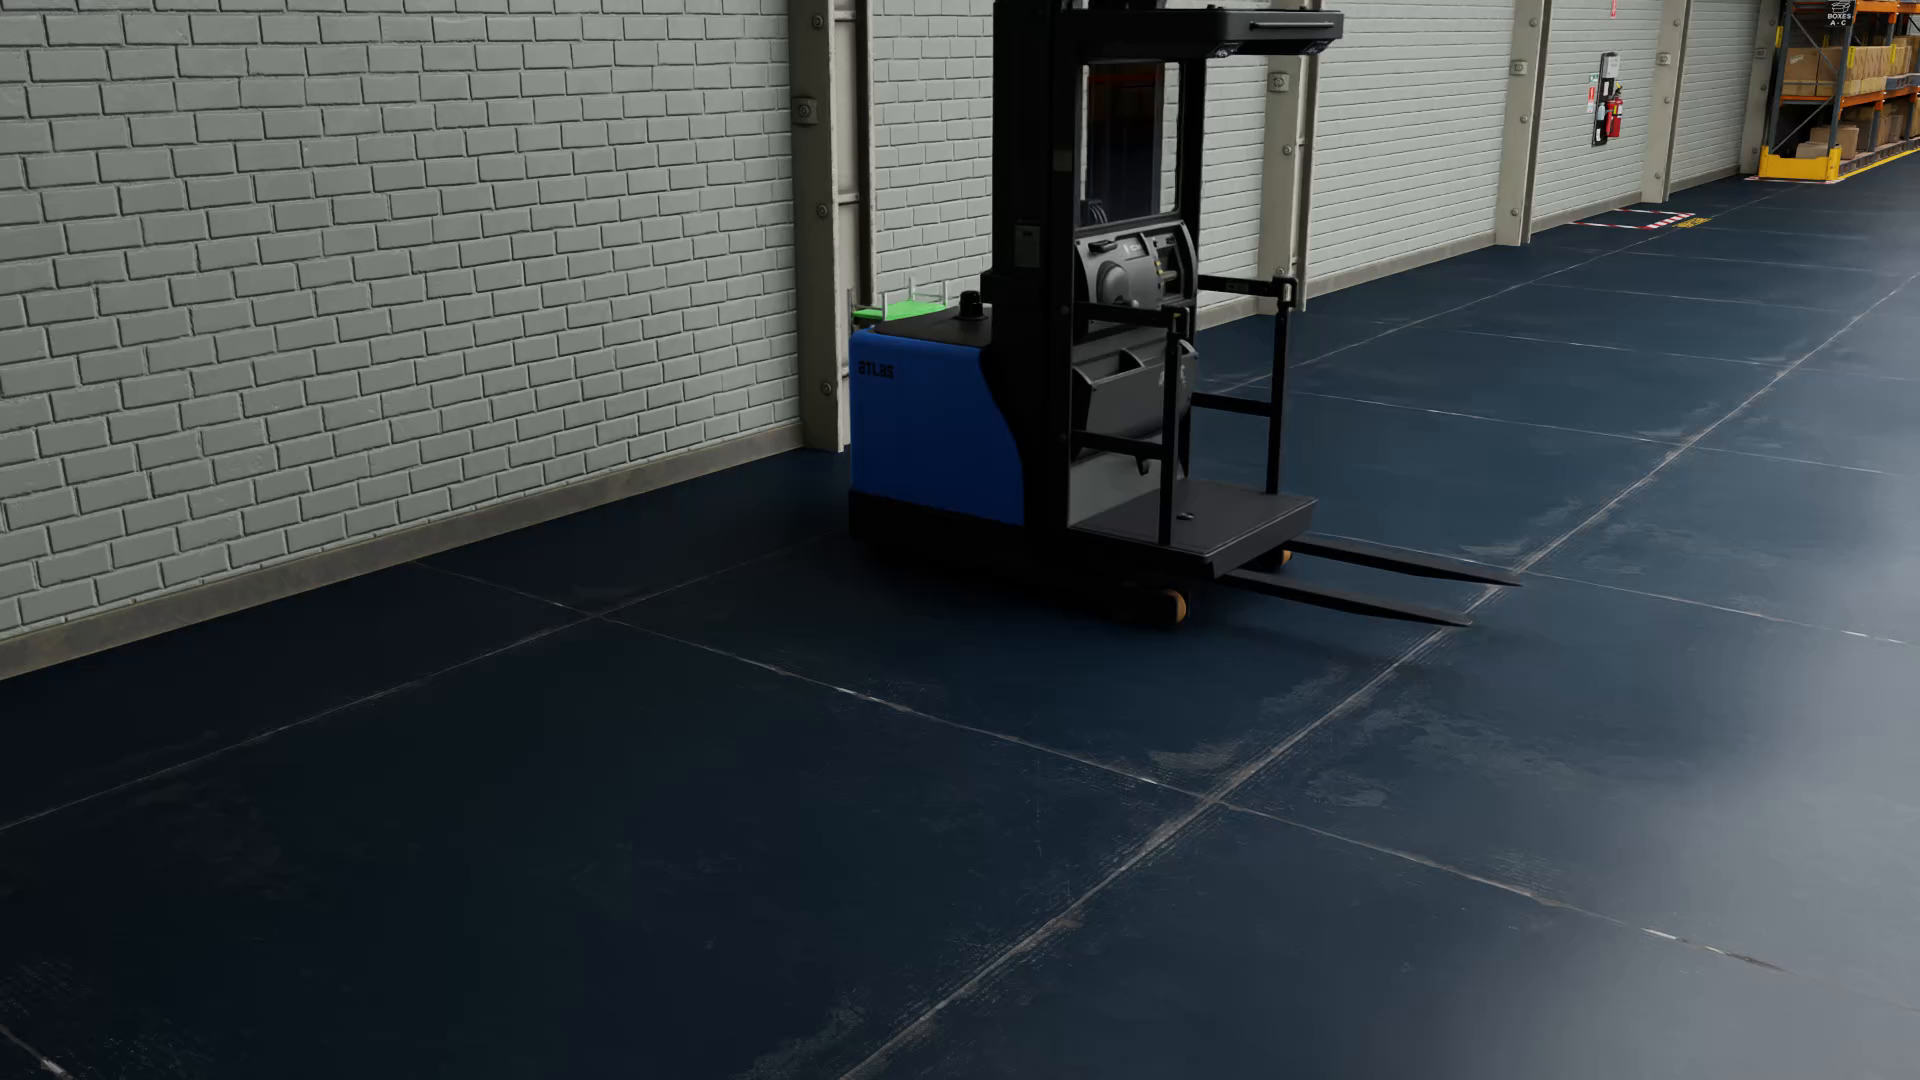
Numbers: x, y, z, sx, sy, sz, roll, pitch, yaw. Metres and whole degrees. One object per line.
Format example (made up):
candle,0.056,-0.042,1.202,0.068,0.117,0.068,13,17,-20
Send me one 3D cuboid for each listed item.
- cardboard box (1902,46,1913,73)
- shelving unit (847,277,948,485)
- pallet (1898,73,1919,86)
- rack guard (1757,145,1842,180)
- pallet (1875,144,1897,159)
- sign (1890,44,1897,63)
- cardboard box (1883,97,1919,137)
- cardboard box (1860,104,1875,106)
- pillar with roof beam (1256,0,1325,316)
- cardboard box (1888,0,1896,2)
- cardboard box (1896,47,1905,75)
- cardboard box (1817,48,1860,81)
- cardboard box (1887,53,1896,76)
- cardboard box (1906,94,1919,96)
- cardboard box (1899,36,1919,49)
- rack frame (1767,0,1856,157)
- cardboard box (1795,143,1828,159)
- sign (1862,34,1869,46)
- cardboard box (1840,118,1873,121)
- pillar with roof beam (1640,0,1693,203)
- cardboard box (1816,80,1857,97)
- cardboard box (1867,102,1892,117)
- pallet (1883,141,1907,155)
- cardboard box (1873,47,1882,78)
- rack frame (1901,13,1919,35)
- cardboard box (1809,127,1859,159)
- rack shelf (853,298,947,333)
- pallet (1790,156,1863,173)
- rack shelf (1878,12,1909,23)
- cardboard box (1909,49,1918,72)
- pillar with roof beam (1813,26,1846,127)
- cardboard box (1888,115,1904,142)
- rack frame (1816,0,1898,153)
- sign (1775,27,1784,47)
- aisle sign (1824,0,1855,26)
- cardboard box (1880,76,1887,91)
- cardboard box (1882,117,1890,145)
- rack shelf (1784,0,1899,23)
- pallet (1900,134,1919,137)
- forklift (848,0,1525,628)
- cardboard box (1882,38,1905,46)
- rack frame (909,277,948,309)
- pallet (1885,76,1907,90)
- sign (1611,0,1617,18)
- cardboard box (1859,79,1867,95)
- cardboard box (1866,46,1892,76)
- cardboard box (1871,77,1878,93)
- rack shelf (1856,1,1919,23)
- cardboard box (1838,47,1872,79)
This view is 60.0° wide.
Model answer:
cardboard box,18.339,-9.474,32.785,0.700,0.500,0.500,10,20,28
shelving unit,-0.309,-0.703,8.482,0.258,1.200,0.503,12,21,35
pallet,18.272,-9.050,32.653,1.213,0.211,1.003,12,21,35
rack guard,13.890,-6.249,27.525,1.175,0.500,0.348,12,21,35
pallet,17.417,-7.523,32.115,1.003,0.211,1.213,12,21,35
sign,16.668,-8.697,29.732,0.100,0.325,0.005,12,21,35
cardboard box,19.155,-8.656,33.977,0.750,0.750,0.750,12,21,34
cardboard box,17.220,-8.160,31.673,0.500,0.250,0.500,12,21,33
pillar with roof beam,6.299,-5.562,10.980,9.100,9.000,0.400,12,21,35
cardboard box,16.124,-9.703,29.171,0.500,0.500,0.500,13,22,36
cardboard box,17.615,-9.174,31.817,0.700,0.500,0.500,12,21,35
cardboard box,14.370,-7.782,27.199,0.500,0.500,0.500,12,21,35
cardboard box,16.897,-8.883,30.879,0.700,0.500,0.500,15,23,40
cardboard box,20.185,-9.067,35.300,0.750,0.750,0.750,13,22,36
cardboard box,19.106,-9.957,33.282,0.500,0.250,0.500,13,22,36
rack frame,13.845,-7.425,27.096,1.000,3.000,0.127,12,21,35
cardboard box,14.329,-6.500,27.909,0.500,0.311,0.500,10,20,29
sign,18.164,-9.981,33.373,0.100,0.325,0.005,12,21,35
cardboard box,16.921,-7.704,31.468,0.700,0.500,0.500,12,21,34
pillar with roof beam,13.449,-8.420,20.183,9.100,9.000,0.400,12,21,35
cardboard box,14.390,-7.423,27.308,0.500,0.250,0.500,12,21,33
cardboard box,17.834,-8.399,32.442,0.500,0.250,0.500,13,21,36
pallet,18.145,-7.813,33.046,1.003,0.211,1.213,12,21,35
cardboard box,15.593,-8.269,28.767,0.500,0.500,0.500,12,21,33
rack frame,20.995,-10.283,36.299,1.000,3.000,0.127,12,21,35
cardboard box,15.146,-6.892,28.852,0.700,0.500,0.500,11,20,31
rack shelf,-0.309,-1.100,8.360,0.258,0.148,0.480,12,21,35
pallet,15.130,-6.588,29.102,1.003,0.211,1.213,12,21,35
rack shelf,19.803,-10.896,34.427,1.077,0.370,4.000,12,21,35
cardboard box,19.106,-9.600,33.396,0.500,0.500,0.500,13,22,36
pillar with roof beam,20.599,-11.278,29.387,9.100,9.000,0.400,12,21,35
cardboard box,18.224,-8.166,32.955,0.700,0.500,0.500,13,21,35
rack frame,16.228,-8.378,30.163,1.000,3.000,0.127,12,21,35
sign,13.411,-8.232,27.208,0.100,0.325,0.005,12,21,35
aisle sign,14.043,-8.596,26.484,0.394,0.787,0.004,12,21,35
cardboard box,16.189,-8.149,29.647,0.500,0.250,0.500,12,21,35
cardboard box,17.551,-7.941,32.229,0.700,0.500,0.500,12,21,34
rack shelf,15.036,-8.990,28.291,1.077,0.370,4.000,12,21,35
pallet,19.869,-8.462,35.138,1.003,0.211,1.213,12,21,35
forklift,0.948,-1.203,7.177,3.031,2.935,1.130,12,21,35
cardboard box,18.250,-9.731,32.518,0.380,0.149,0.250,9,19,26
rack frame,-0.163,-0.761,8.669,0.240,1.200,0.015,12,21,35
pallet,16.800,-8.442,30.695,1.003,0.211,1.213,12,21,35
sign,8.404,-6.856,21.356,0.001,0.298,0.199,12,21,35
cardboard box,14.997,-7.669,28.102,0.500,0.250,0.500,12,21,34
cardboard box,16.195,-8.506,29.533,0.500,0.500,0.500,12,21,35
cardboard box,15.598,-7.909,28.875,0.500,0.250,0.500,12,21,34
rack shelf,17.420,-9.943,31.359,1.077,0.370,4.000,12,21,35
cardboard box,14.986,-8.019,27.965,0.500,0.500,0.500,12,21,33
